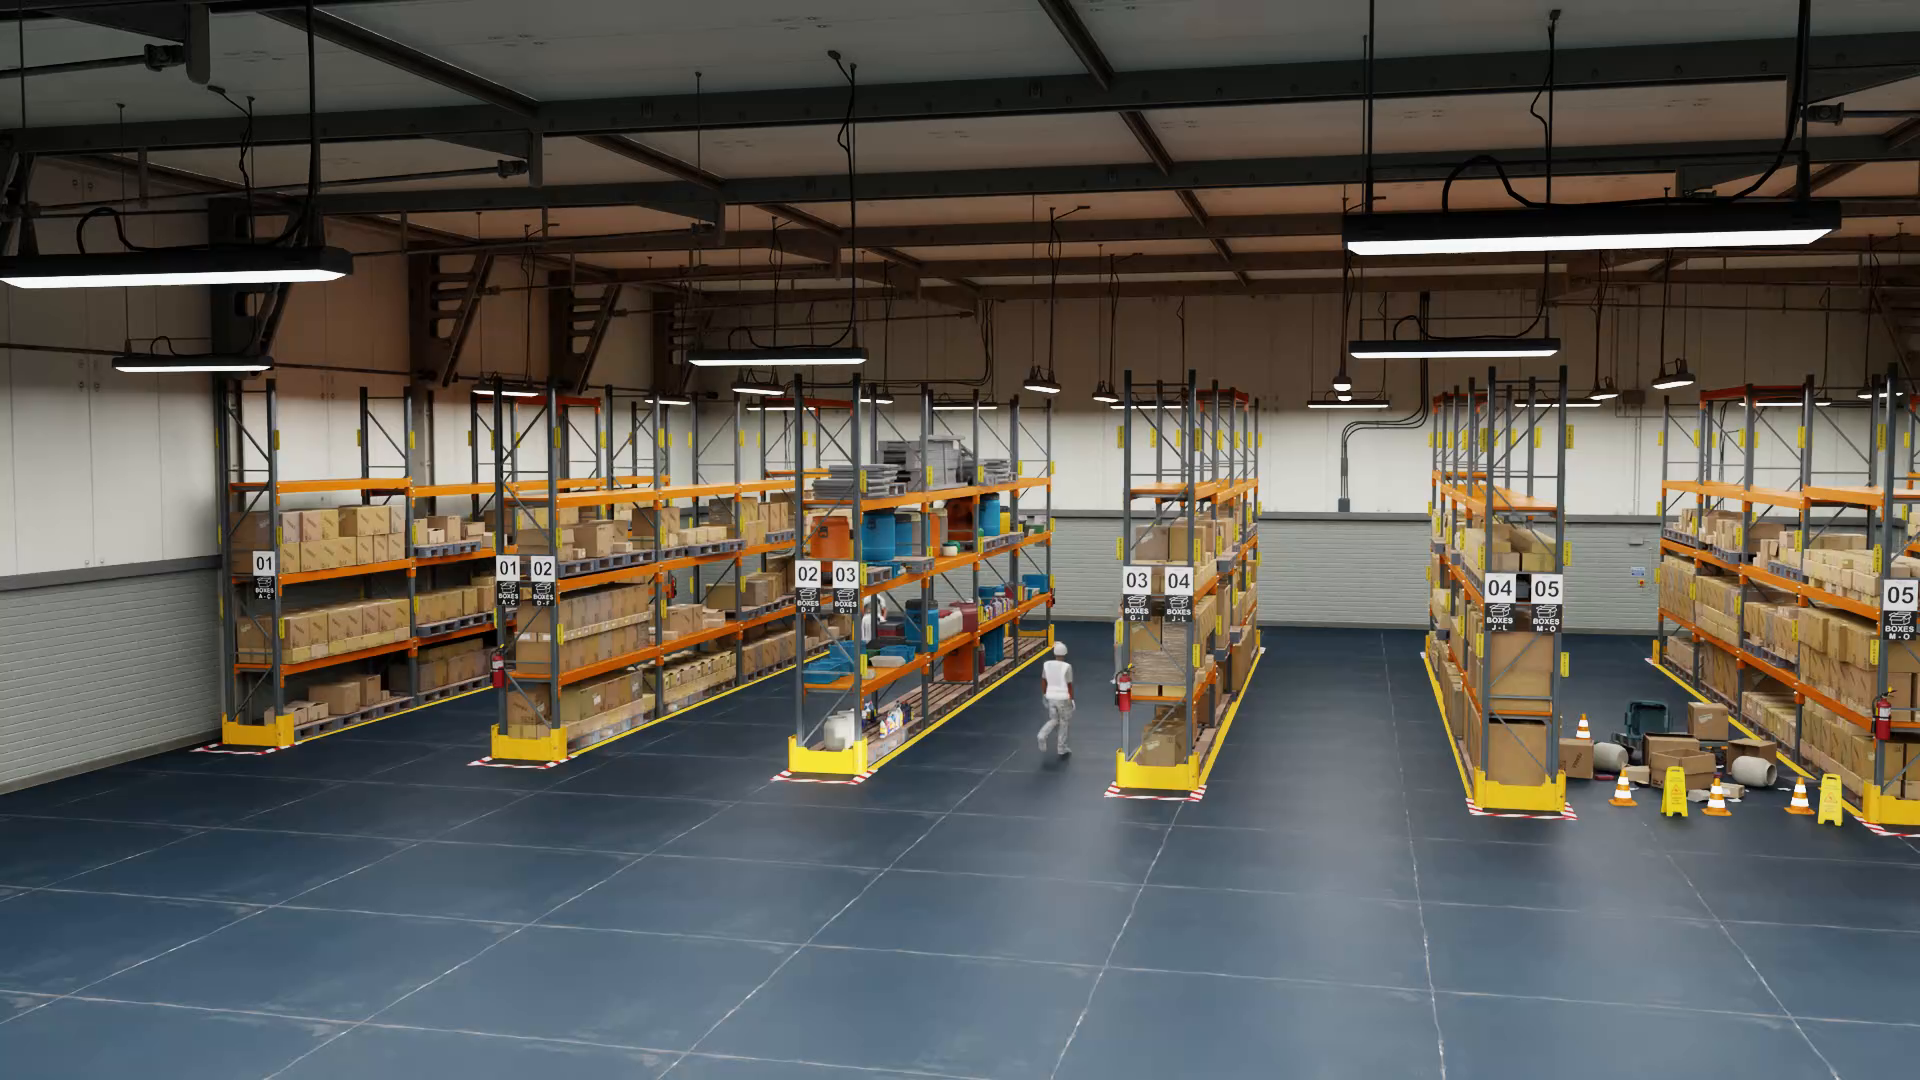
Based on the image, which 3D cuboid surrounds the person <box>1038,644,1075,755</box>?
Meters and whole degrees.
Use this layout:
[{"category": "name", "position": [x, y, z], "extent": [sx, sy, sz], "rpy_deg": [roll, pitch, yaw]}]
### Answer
[{"category": "person", "position": [1.539, 2.522, 26.343], "extent": [0.669, 1.776, 0.565], "rpy_deg": [-3, 5, -43]}]

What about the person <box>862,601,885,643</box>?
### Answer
[{"category": "person", "position": [-1.790, 2.113, 34.015], "extent": [0.656, 1.731, 0.805], "rpy_deg": [1, 4, 19]}]

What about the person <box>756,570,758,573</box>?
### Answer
[{"category": "person", "position": [-4.897, 1.643, 41.191], "extent": [0.573, 1.800, 0.600], "rpy_deg": [2, 4, 26]}]

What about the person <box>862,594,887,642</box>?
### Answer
[{"category": "person", "position": [-1.983, 1.849, 38.210], "extent": [0.675, 1.724, 1.072], "rpy_deg": [1, 3, 9]}]

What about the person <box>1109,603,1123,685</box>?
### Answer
[{"category": "person", "position": [3.247, 2.115, 33.963], "extent": [0.513, 1.674, 0.504], "rpy_deg": [1, 4, 22]}]
